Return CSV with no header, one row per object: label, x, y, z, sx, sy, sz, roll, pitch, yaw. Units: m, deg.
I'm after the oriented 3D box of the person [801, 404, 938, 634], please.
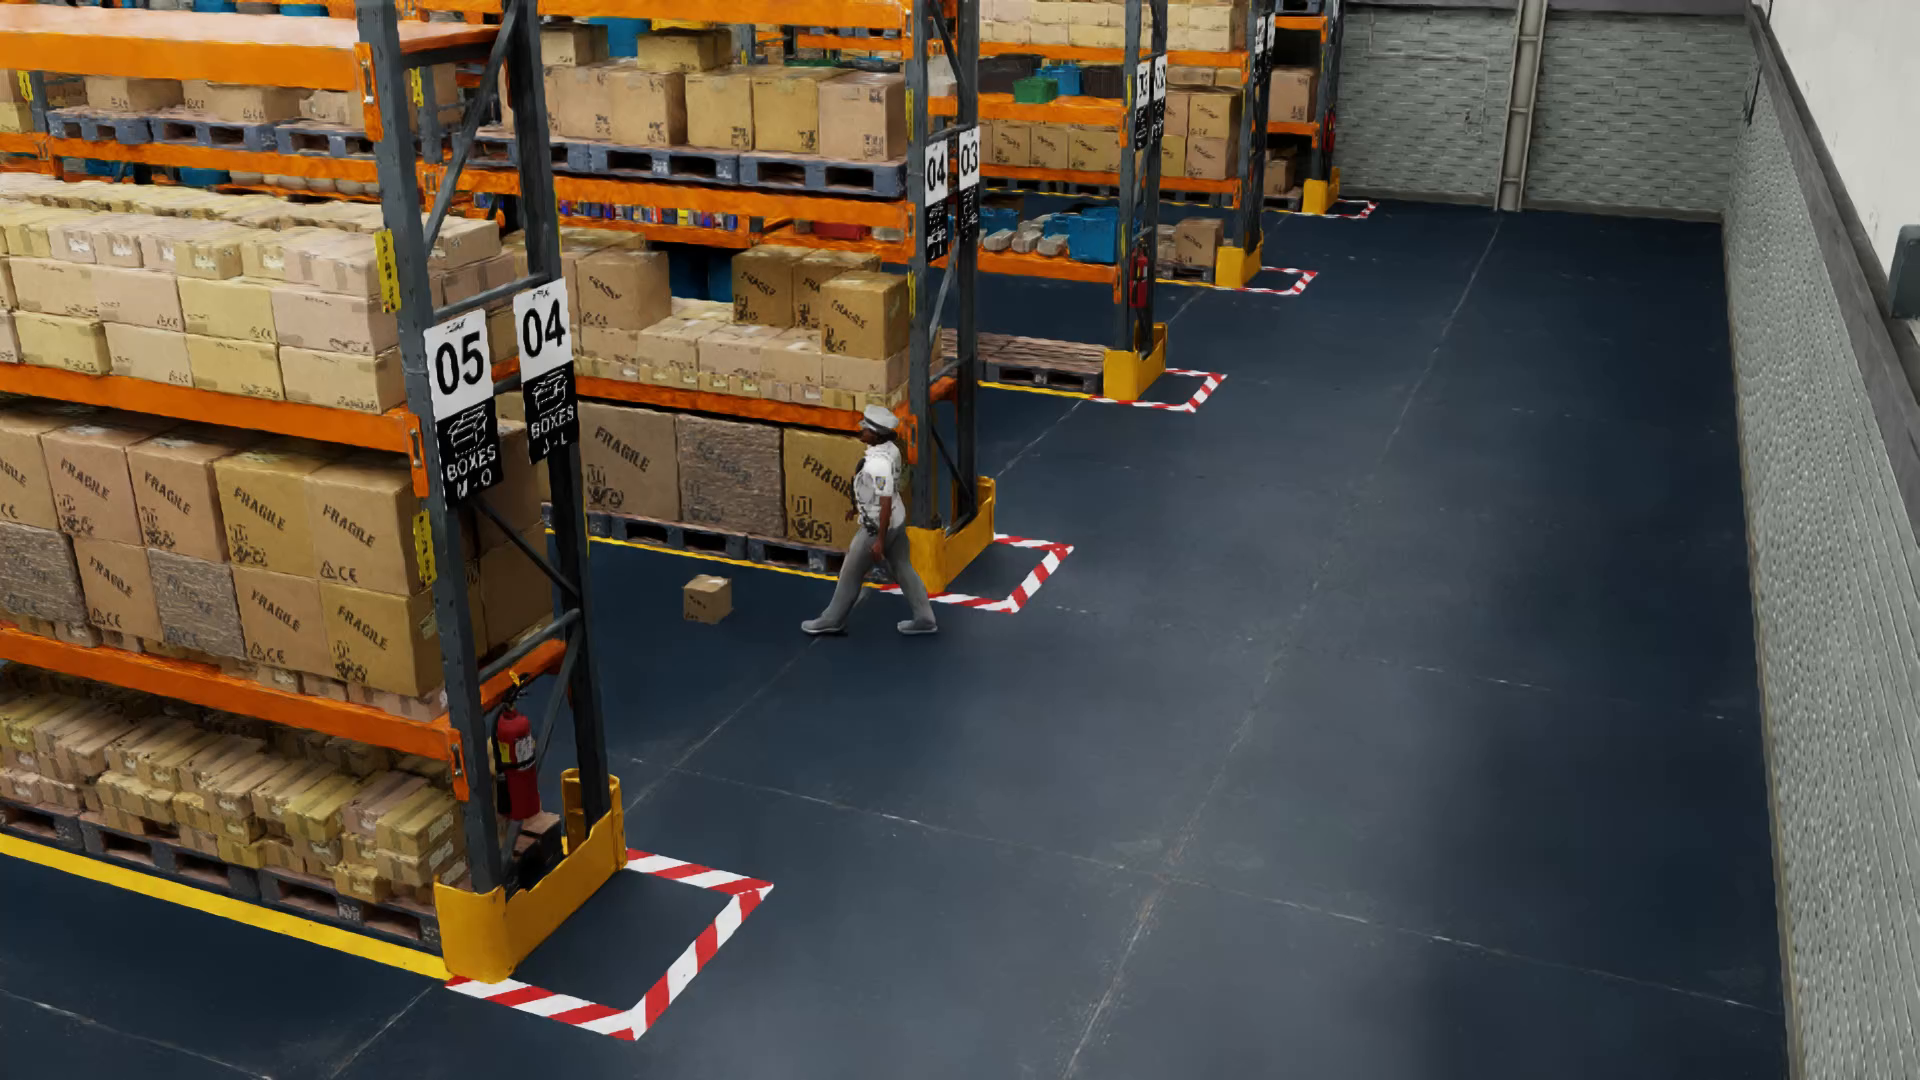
person,-0.631,-0.114,11.169,0.945,1.643,0.576,4,23,10
